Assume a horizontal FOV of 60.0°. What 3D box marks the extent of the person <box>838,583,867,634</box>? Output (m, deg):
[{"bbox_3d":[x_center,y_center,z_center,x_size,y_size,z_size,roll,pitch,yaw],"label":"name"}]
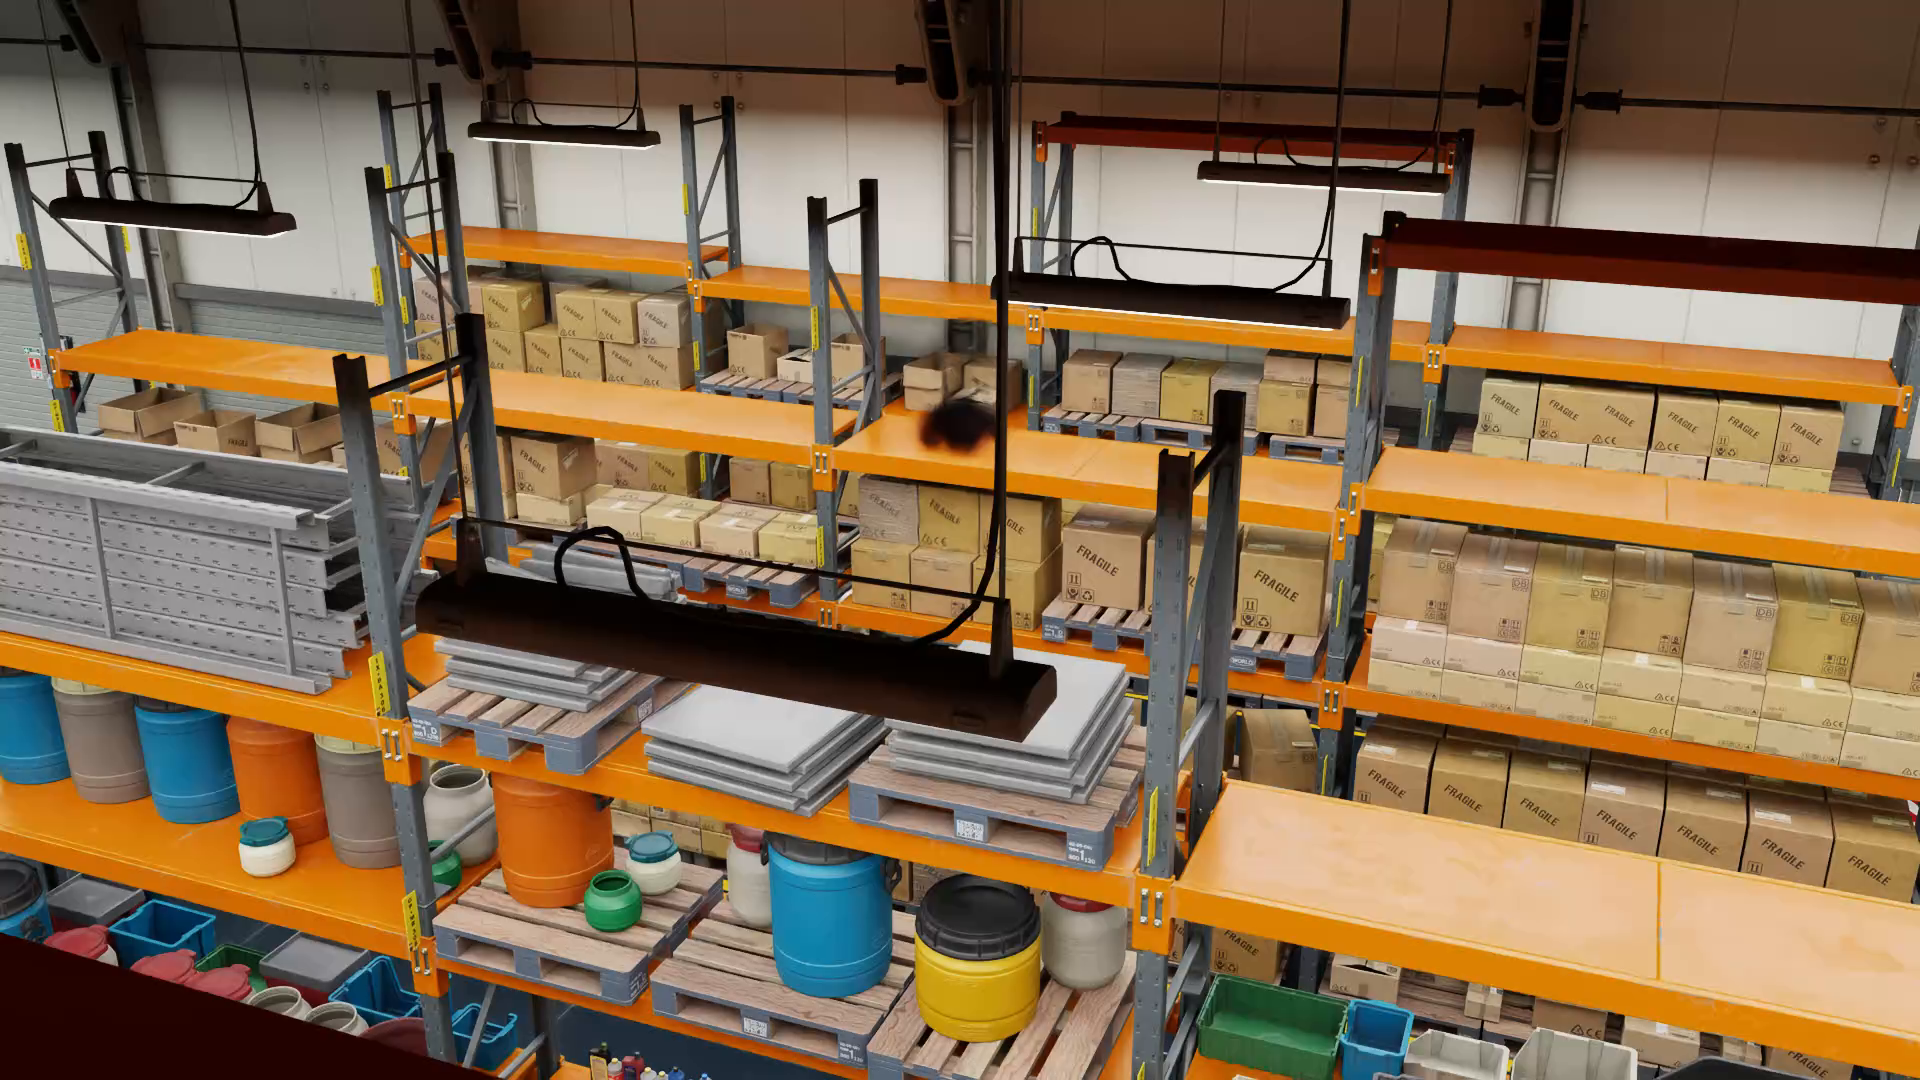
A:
[{"bbox_3d":[-1.054,1.005,17.255,0.715,1.671,0.447,-1,21,-3],"label":"person"}]
